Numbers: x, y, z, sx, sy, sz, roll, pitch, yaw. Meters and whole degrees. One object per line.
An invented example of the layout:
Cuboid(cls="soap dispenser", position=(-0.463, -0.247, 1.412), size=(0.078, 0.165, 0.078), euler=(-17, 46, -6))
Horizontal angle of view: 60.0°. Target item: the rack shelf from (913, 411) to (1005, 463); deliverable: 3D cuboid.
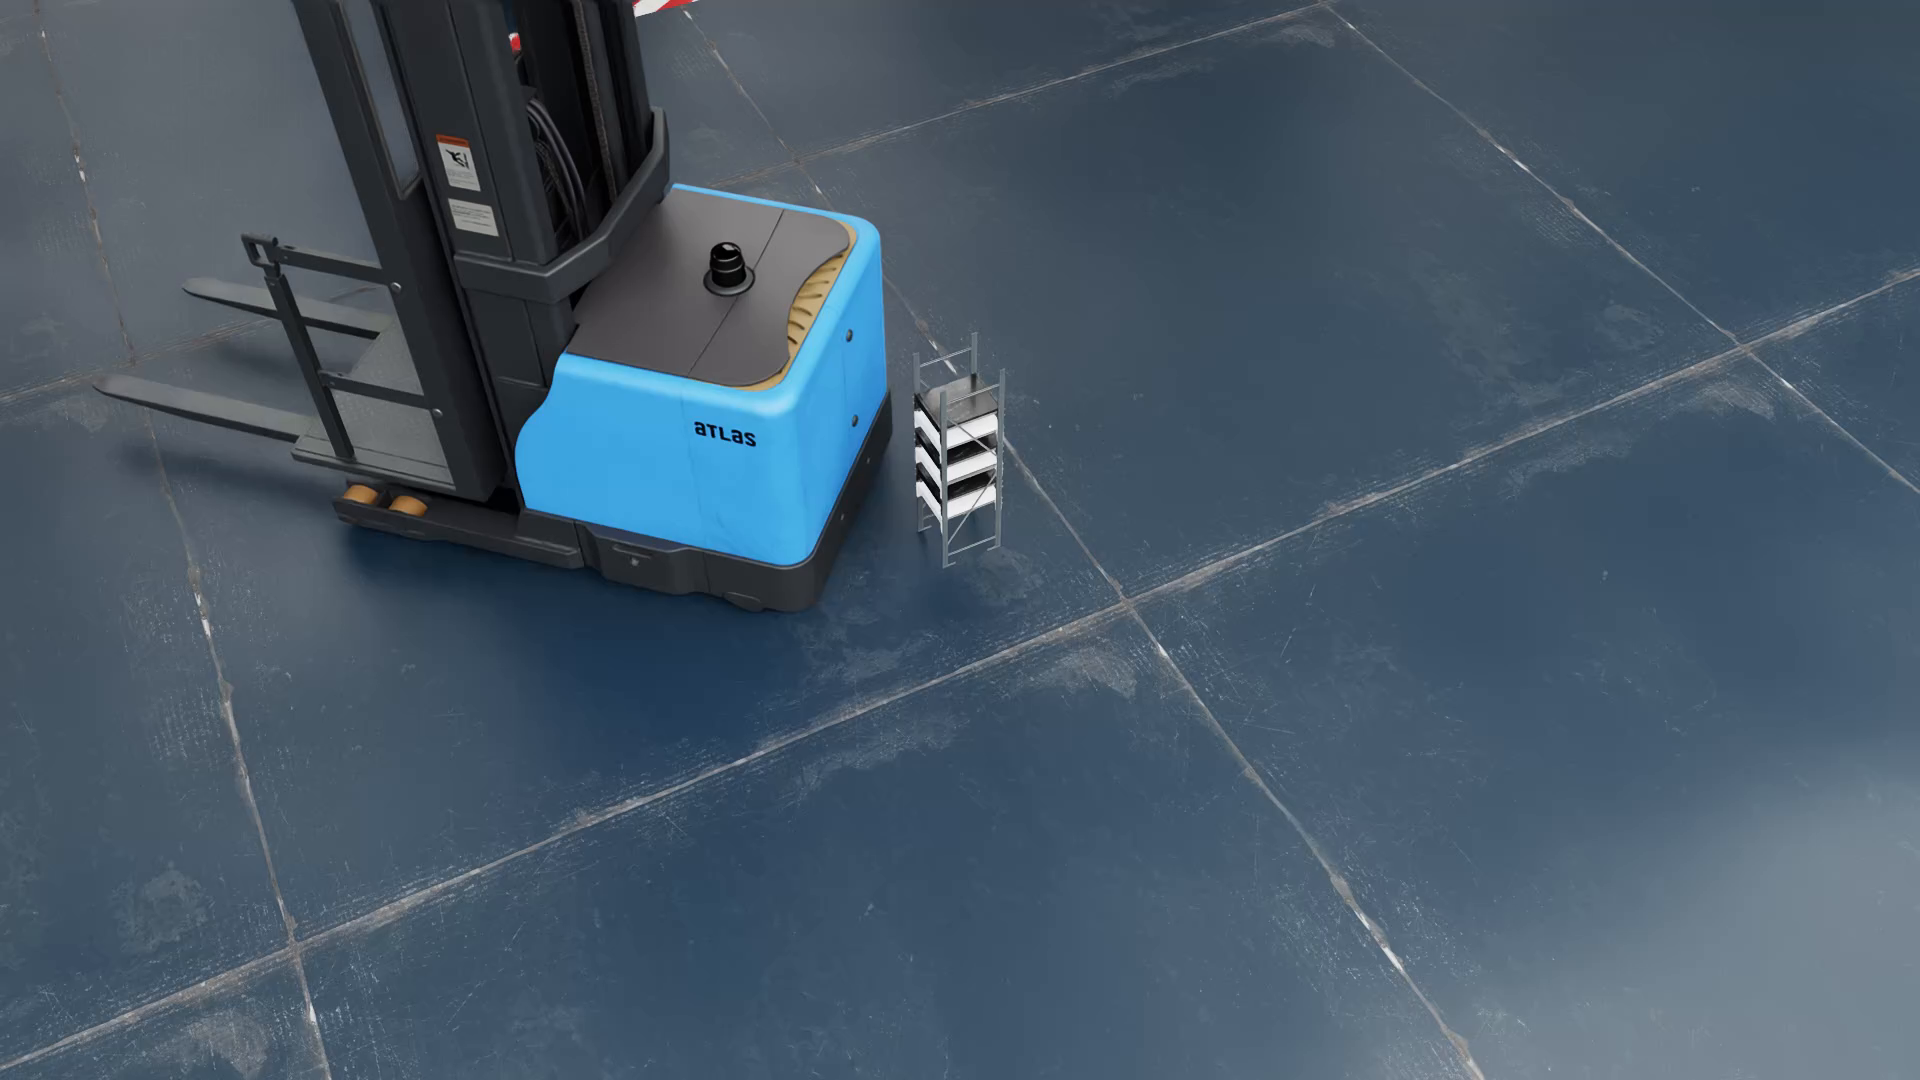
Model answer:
Cuboid(cls="rack shelf", position=(-0.004, -0.398, 5.806), size=(0.258, 0.077, 0.200), euler=(-21, 52, -18))

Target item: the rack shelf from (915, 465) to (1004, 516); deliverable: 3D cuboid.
Cuboid(cls="rack shelf", position=(-0.004, -0.221, 6.009), size=(0.258, 0.077, 0.200), euler=(-21, 52, -18))

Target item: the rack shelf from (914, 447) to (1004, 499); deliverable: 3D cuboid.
Cuboid(cls="rack shelf", position=(-0.004, -0.280, 5.941), size=(0.258, 0.077, 0.200), euler=(-21, 52, -18))

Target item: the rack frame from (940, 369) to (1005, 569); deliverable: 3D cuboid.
Cuboid(cls="rack frame", position=(0.043, -0.234, 5.857), size=(0.240, 0.900, 0.006), euler=(-21, 52, -18))

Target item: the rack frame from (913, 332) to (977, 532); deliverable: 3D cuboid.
Cuboid(cls="rack frame", position=(-0.050, -0.370, 5.976), size=(0.240, 0.900, 0.006), euler=(-21, 52, -18))

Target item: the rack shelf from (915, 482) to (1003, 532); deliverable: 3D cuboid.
Cuboid(cls="rack shelf", position=(-0.004, -0.161, 6.077), size=(0.258, 0.077, 0.200), euler=(-21, 52, -18))

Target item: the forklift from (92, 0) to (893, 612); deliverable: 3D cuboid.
Cuboid(cls="forklift", position=(-1.839, -1.340, 5.475), size=(3.031, 2.935, 1.130), euler=(12, 50, 11))

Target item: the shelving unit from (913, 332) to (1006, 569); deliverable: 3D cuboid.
Cuboid(cls="shelving unit", position=(-0.004, -0.302, 5.916), size=(0.258, 0.900, 0.210), euler=(-21, 52, -18))

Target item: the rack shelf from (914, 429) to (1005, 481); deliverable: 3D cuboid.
Cuboid(cls="rack shelf", position=(-0.004, -0.339, 5.873), size=(0.258, 0.077, 0.200), euler=(-21, 52, -18))

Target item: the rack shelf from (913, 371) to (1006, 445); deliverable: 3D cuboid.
Cuboid(cls="rack shelf", position=(-0.004, -0.458, 5.738), size=(0.258, 0.077, 0.200), euler=(-21, 52, -18))
